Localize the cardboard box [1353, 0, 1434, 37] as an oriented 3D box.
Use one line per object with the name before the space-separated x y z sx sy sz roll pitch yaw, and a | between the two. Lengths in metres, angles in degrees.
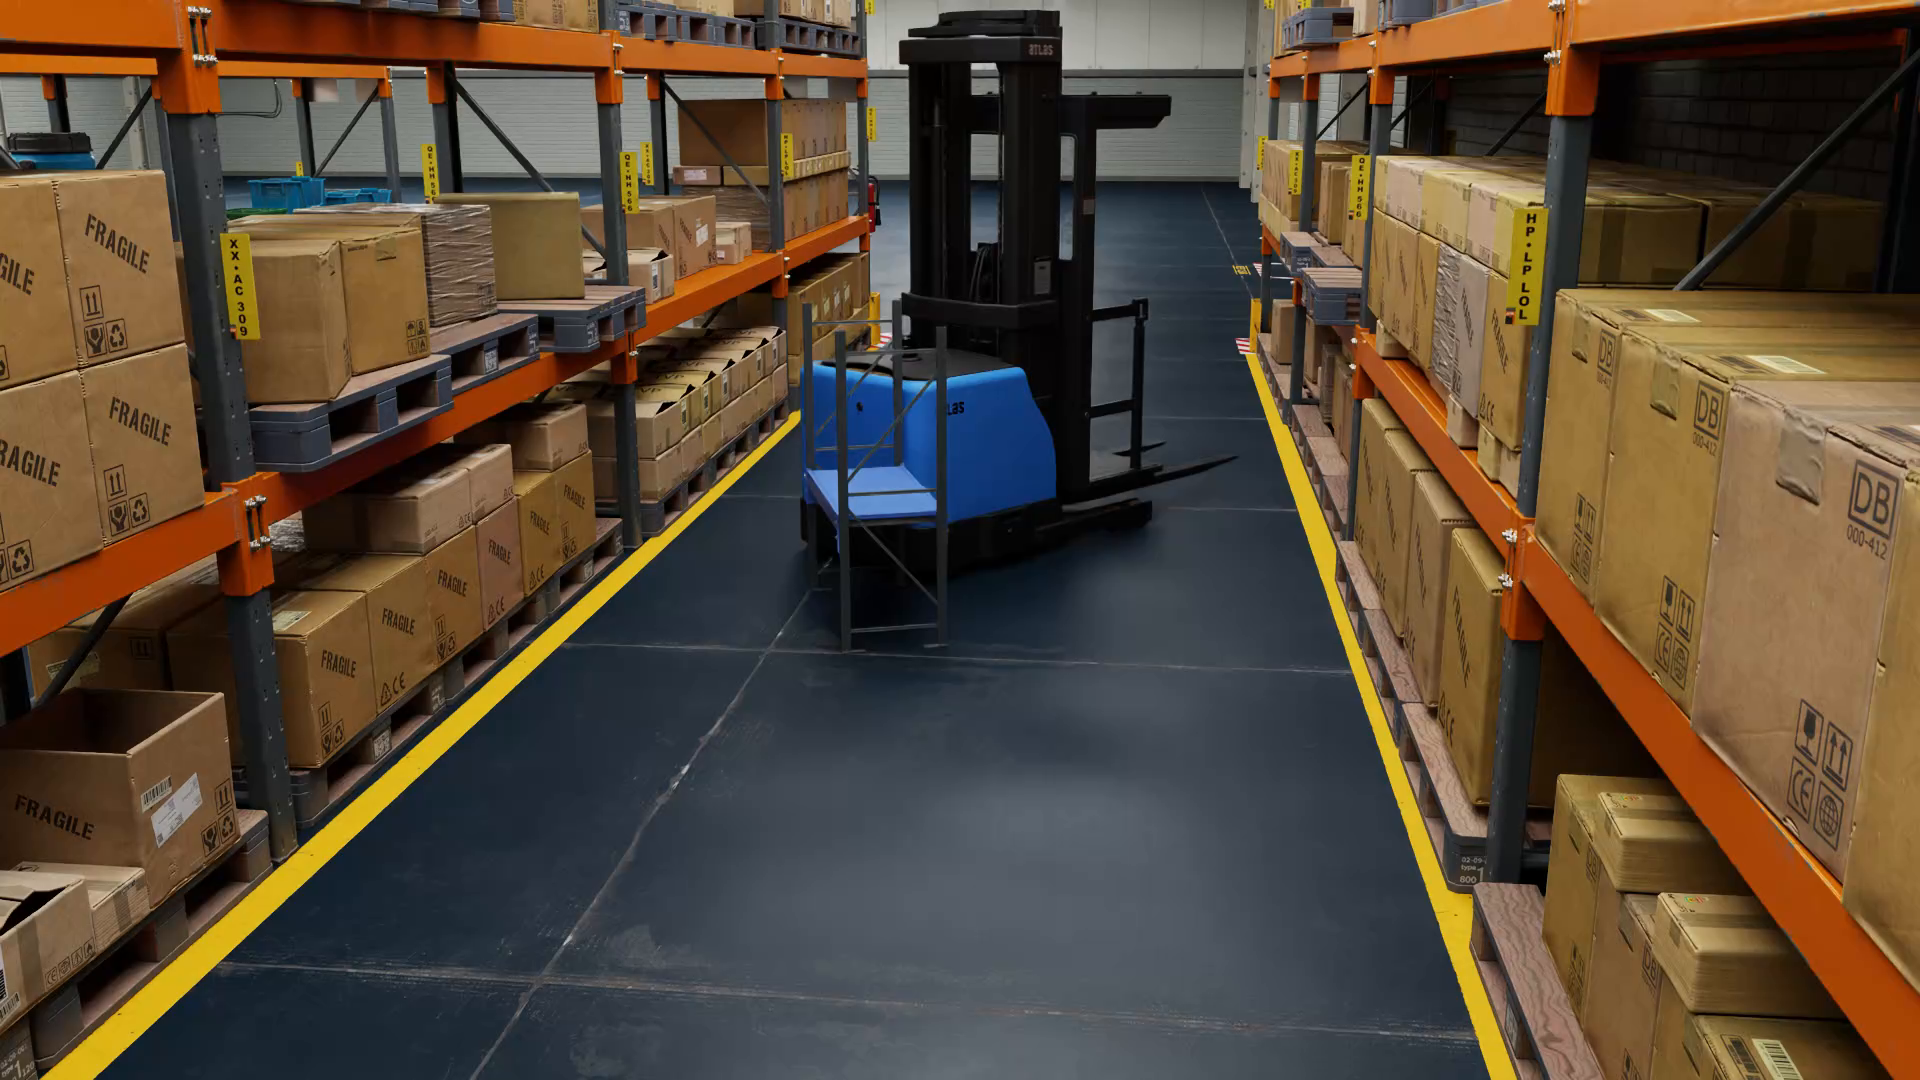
cardboard box | 2.409 -2.883 8.965 0.500 0.311 0.500 2 15 6

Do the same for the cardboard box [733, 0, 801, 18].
cardboard box | -1.556 -4.346 12.977 0.500 0.500 0.500 3 15 11

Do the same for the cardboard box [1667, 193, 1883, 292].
cardboard box | 2.455 -0.912 5.051 0.500 0.250 0.500 2 15 8

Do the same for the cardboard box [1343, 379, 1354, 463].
cardboard box | 2.827 -0.728 10.553 0.700 0.500 0.500 2 15 6

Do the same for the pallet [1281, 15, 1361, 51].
pallet | 2.872 -3.512 11.516 1.213 0.211 1.003 2 15 6

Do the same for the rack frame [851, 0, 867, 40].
rack frame | -1.424 -6.390 16.053 1.000 3.000 0.127 2 15 6

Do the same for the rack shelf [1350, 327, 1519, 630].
rack shelf | 2.370 -0.408 6.803 1.077 0.370 4.000 2 15 6

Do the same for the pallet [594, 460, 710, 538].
pallet | -2.195 -0.285 10.313 1.003 0.211 1.213 2 15 6

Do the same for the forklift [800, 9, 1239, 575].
forklift | 0.506 -1.536 9.727 3.031 2.935 1.130 -14 21 -42

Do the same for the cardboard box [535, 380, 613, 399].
cardboard box | -2.460 -0.843 10.422 0.500 0.311 0.500 1 15 5

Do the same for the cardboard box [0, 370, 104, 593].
cardboard box | -2.636 -0.159 4.311 0.500 0.500 0.500 2 15 8

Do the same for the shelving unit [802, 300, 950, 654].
shelving unit | -0.424 -0.342 8.054 0.538 1.500 1.048 -4 16 -13

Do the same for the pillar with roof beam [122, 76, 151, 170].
pillar with roof beam | -19.357 -14.620 46.489 9.100 9.000 0.400 2 15 6

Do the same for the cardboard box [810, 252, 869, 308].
cardboard box | -1.189 -2.583 16.496 0.500 0.500 0.500 2 15 6

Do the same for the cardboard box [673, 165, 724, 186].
cardboard box | -2.057 -2.895 13.186 0.380 0.149 0.250 2 15 6

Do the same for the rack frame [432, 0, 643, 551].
rack frame | -2.327 -1.419 9.163 1.000 3.000 0.127 2 15 6

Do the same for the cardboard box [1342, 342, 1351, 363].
cardboard box | 2.934 -1.373 11.504 0.500 0.250 0.500 1 15 5

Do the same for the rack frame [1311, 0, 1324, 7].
rack frame | 3.047 -5.207 11.681 1.000 3.000 0.127 2 15 6

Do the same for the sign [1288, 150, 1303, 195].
sign | 2.507 -2.743 12.403 0.100 0.325 0.005 2 15 6

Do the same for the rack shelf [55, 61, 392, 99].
rack shelf | -6.571 -4.223 15.164 1.077 0.370 4.000 2 15 6

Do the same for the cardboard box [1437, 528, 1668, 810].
cardboard box | 2.089 0.426 5.654 0.750 0.750 0.750 2 15 7

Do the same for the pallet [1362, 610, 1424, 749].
pallet | 2.292 0.590 7.076 1.003 0.211 1.213 2 15 6

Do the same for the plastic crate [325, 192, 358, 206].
plastic crate | -6.183 -3.262 16.264 0.499 0.251 0.408 2 15 6

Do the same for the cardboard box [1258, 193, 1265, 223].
cardboard box | 3.128 -3.169 15.884 0.500 0.250 0.500 1 15 5

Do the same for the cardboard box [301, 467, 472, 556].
cardboard box | -2.368 -0.127 6.894 0.500 0.250 0.500 2 15 6

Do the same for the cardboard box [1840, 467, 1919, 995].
cardboard box | 1.812 0.334 2.104 0.980 0.700 0.700 2 15 6

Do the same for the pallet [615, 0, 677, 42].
pallet | -2.339 -2.954 9.457 1.213 0.211 1.003 2 15 9

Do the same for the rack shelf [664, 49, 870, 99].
rack shelf | -1.650 -4.076 14.621 1.077 0.370 4.000 2 15 6

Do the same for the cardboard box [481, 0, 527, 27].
cardboard box | -2.459 -2.534 7.349 0.910 0.500 0.500 2 15 6

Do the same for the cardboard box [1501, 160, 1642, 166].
cardboard box | 2.740 -1.578 7.515 0.500 0.250 0.500 1 15 4

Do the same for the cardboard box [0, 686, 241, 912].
cardboard box | -2.560 0.769 5.018 0.500 0.500 0.500 2 15 6

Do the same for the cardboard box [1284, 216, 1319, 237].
cardboard box | 2.800 -2.380 12.968 0.500 0.250 0.500 2 15 6

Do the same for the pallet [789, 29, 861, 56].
pallet | -1.529 -4.717 15.781 1.003 0.211 1.213 2 15 6

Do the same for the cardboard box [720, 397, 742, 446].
cardboard box | -1.809 -0.820 11.411 0.500 0.250 0.500 2 15 7

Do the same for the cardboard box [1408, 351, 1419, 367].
cardboard box | 2.272 -0.883 7.626 0.380 0.149 0.250 2 15 6

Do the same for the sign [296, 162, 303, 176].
sign | -6.891 -3.792 17.408 0.100 0.325 0.005 2 15 6

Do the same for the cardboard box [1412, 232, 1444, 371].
cardboard box | 2.110 -0.958 6.657 0.500 0.500 0.500 2 15 8

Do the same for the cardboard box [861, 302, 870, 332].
cardboard box | -1.191 -2.221 16.594 0.500 0.250 0.500 2 15 6

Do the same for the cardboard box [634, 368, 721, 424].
cardboard box | -1.865 -0.961 10.858 0.500 0.311 0.500 1 15 5

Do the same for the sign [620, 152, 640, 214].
sign | -1.786 -1.926 8.972 0.100 0.325 0.005 2 15 6

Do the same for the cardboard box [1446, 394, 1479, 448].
cardboard box | 1.952 -0.423 5.924 0.380 0.149 0.250 2 15 6

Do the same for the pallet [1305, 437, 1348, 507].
pallet | 2.826 -0.446 10.907 1.003 0.211 1.213 2 15 6

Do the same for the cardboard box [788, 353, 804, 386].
cardboard box | -1.522 -1.443 13.716 0.500 0.250 0.500 2 15 6

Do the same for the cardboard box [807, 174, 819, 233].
cardboard box | -1.661 -3.020 14.892 0.700 0.500 0.500 2 15 8

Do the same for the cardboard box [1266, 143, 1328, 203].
cardboard box | 3.016 -3.271 14.827 0.500 0.500 0.500 1 15 4

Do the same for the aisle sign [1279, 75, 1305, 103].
aisle sign | 3.209 -4.631 16.063 0.394 0.787 0.004 2 15 6

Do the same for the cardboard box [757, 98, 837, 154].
cardboard box | -1.549 -3.897 15.652 0.700 0.500 0.500 1 15 5

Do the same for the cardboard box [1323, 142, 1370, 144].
cardboard box | 3.590 -3.389 15.263 0.500 0.500 0.500 2 15 7

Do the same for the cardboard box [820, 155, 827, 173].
cardboard box | -1.422 -3.415 15.109 0.380 0.149 0.250 2 15 8

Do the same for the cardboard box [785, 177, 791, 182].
cardboard box | -1.597 -3.014 13.627 0.380 0.149 0.250 1 15 5

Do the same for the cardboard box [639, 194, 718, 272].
cardboard box | -2.038 -2.169 11.747 0.500 0.500 0.500 3 15 10

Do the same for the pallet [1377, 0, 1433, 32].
pallet | 2.576 -2.462 7.637 1.213 0.211 1.003 2 15 9

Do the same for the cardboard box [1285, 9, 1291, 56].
cardboard box | 3.022 -4.363 14.074 0.500 0.500 0.500 3 15 10

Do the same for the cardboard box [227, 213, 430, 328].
cardboard box | -2.640 -1.093 6.960 0.700 0.500 0.500 -2 15 -8

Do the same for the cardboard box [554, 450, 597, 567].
cardboard box | -2.199 -0.175 8.509 0.500 0.500 0.500 2 15 8
